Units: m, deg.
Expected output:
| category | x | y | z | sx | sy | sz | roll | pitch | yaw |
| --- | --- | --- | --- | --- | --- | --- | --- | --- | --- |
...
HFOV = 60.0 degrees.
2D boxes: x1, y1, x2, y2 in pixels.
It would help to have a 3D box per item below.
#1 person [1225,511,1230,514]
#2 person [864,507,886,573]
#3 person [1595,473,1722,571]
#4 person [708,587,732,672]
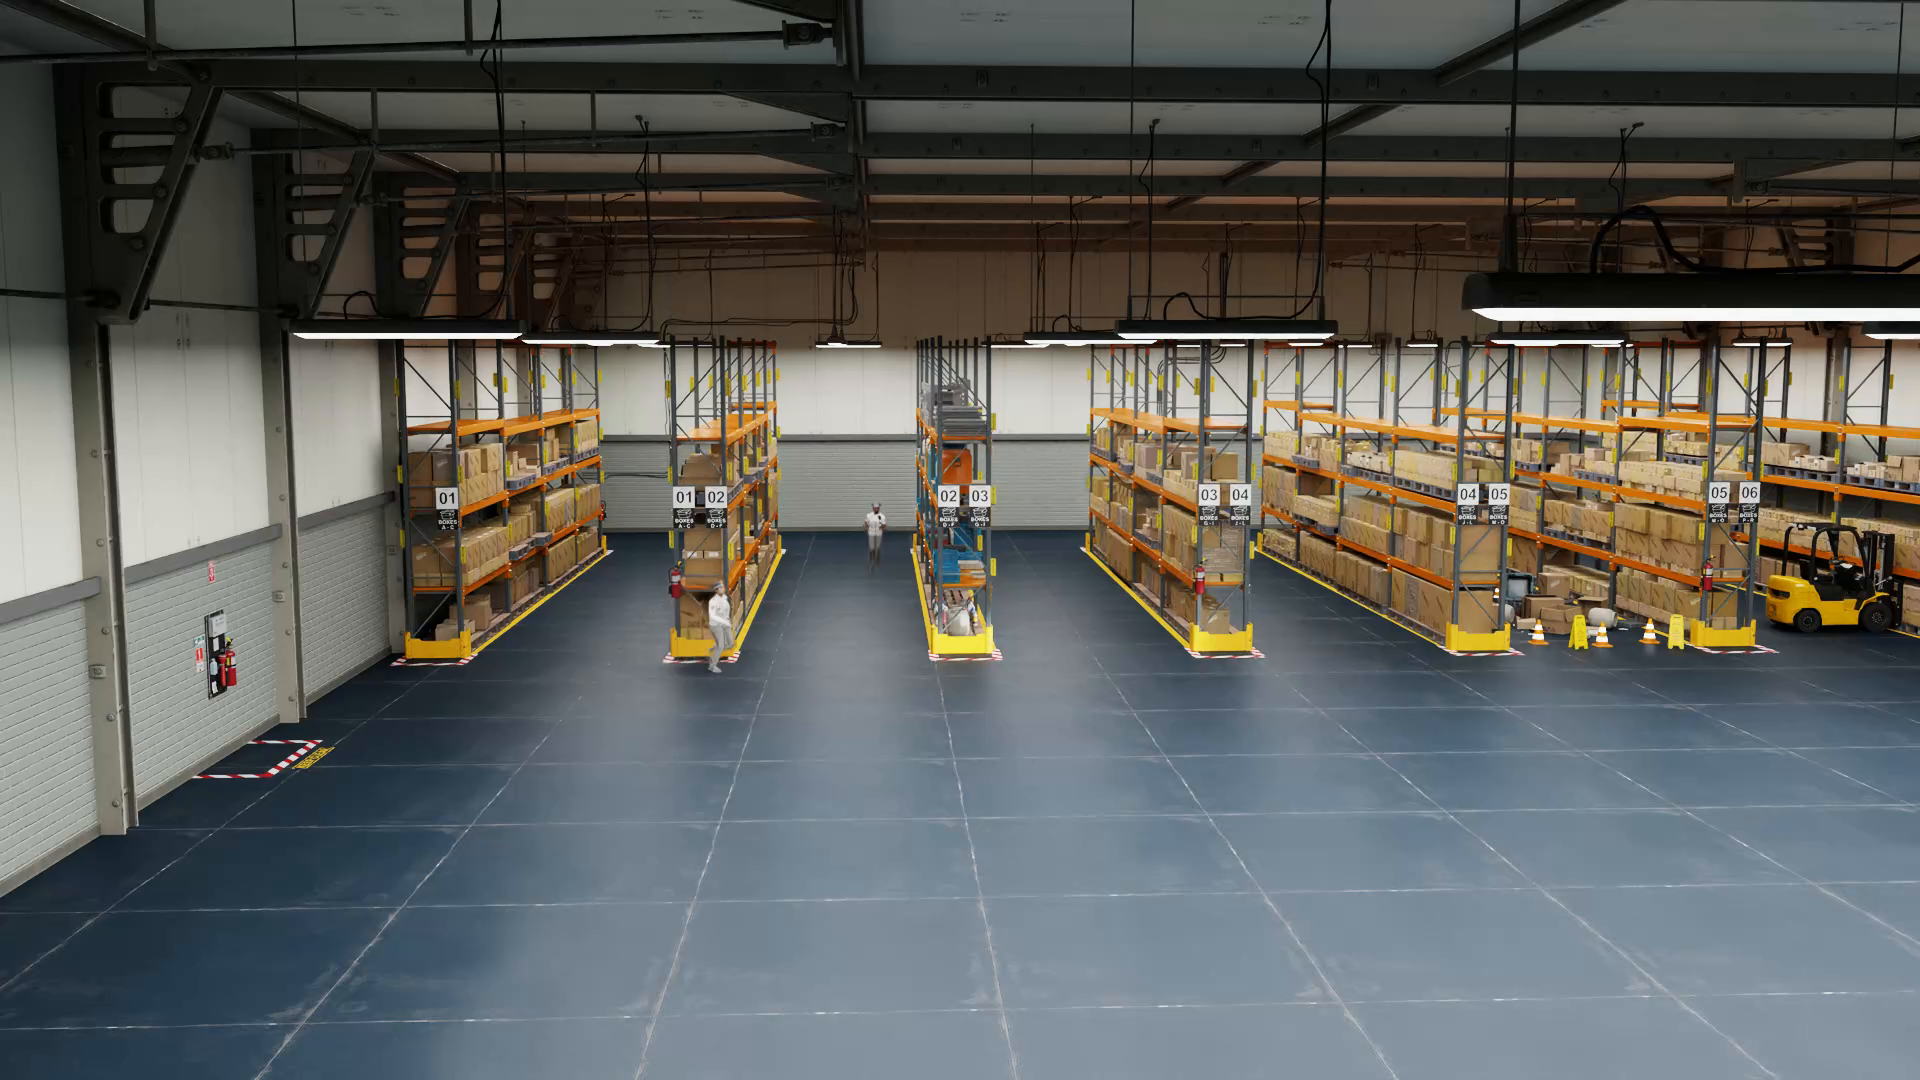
| category | x | y | z | sx | sy | sz | roll | pitch | yaw |
| --- | --- | --- | --- | --- | --- | --- | --- | --- | --- |
| person | 7.466 | -0.271 | 45.814 | 0.596 | 1.626 | 0.562 | 1 | 7 | 5 |
| person | -2.104 | -0.045 | 41.377 | 0.549 | 1.730 | 0.678 | -1 | 7 | -4 |
| person | 15.454 | -0.205 | 37.211 | 2.873 | 3.269 | 9.375 | -1 | 7 | -5 |
| person | -4.272 | 1.559 | 29.783 | 0.607 | 1.613 | 0.653 | 3 | 7 | 28 |
